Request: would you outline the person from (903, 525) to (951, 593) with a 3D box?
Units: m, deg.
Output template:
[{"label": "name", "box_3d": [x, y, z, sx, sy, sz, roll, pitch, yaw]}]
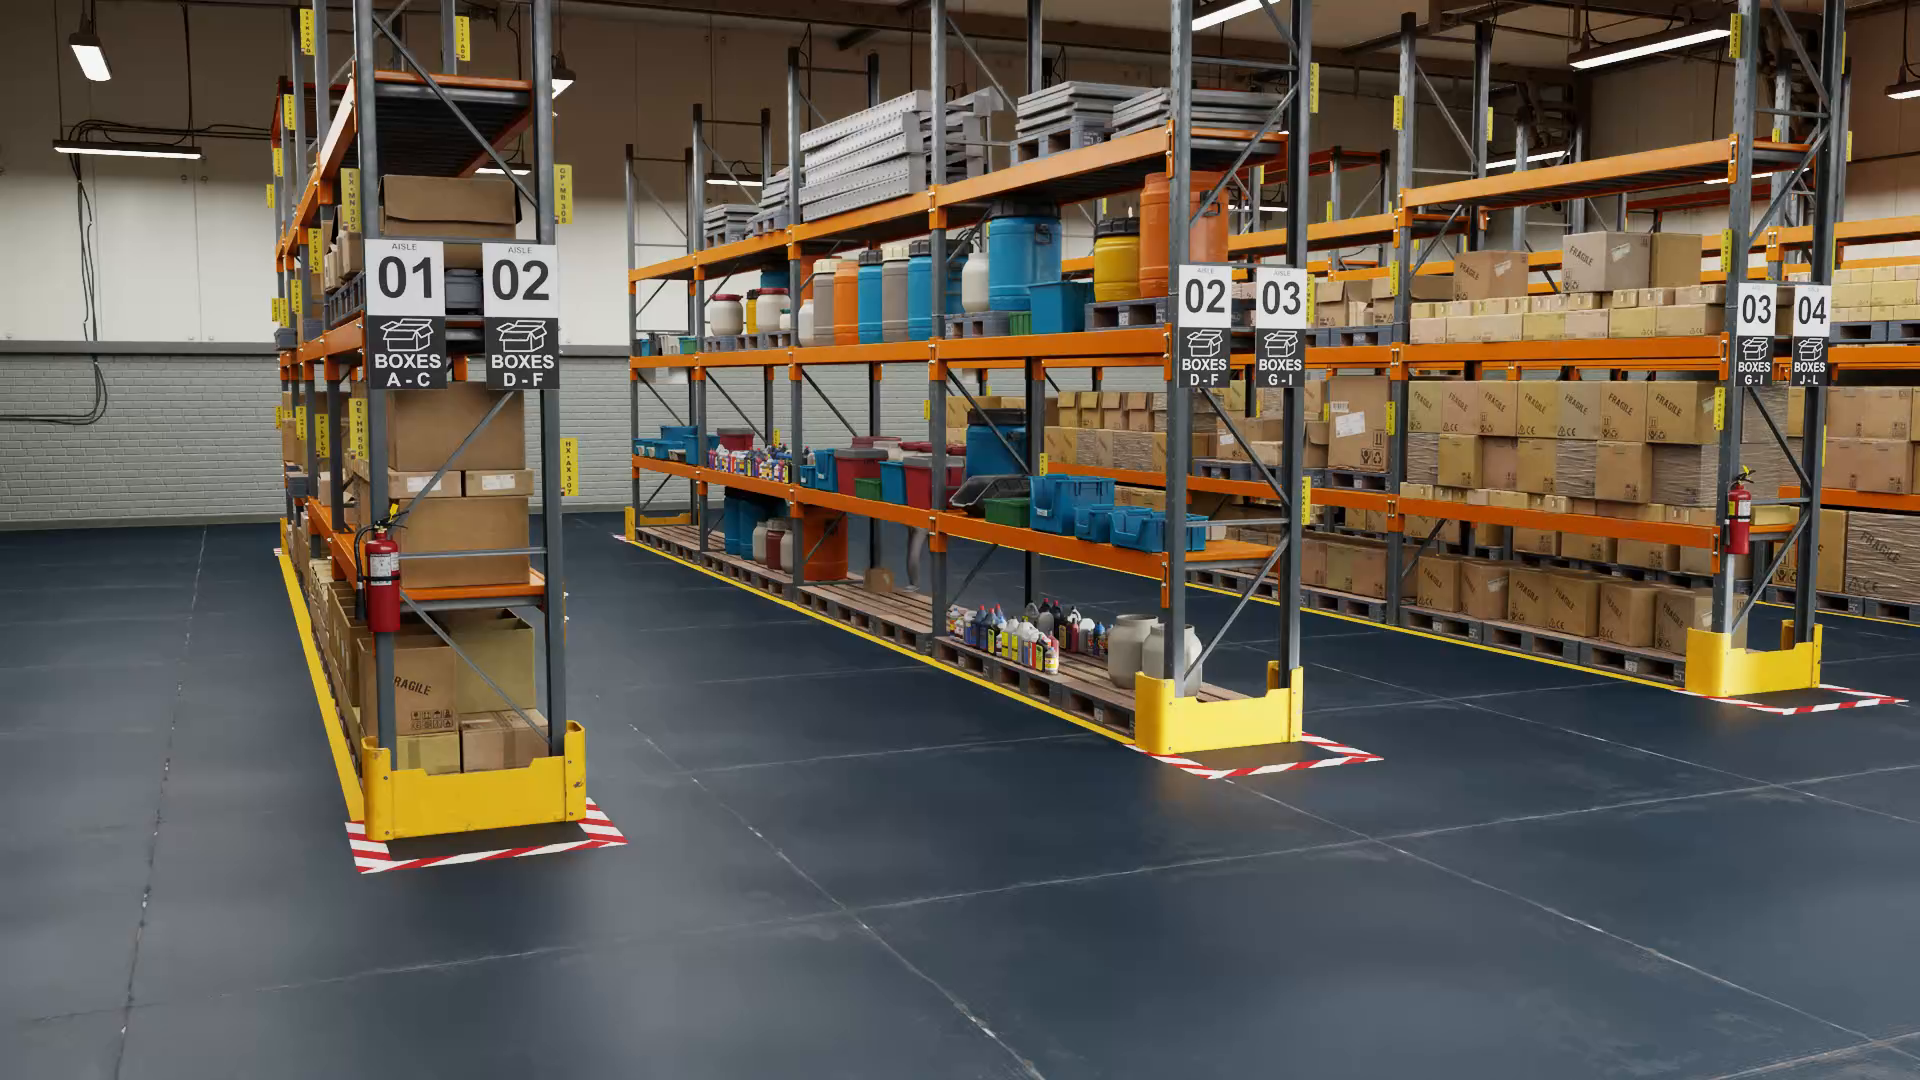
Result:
[{"label": "person", "box_3d": [-0.359, -0.096, 17.682, 0.509, 1.675, 0.433, -1, 6, -13]}]
